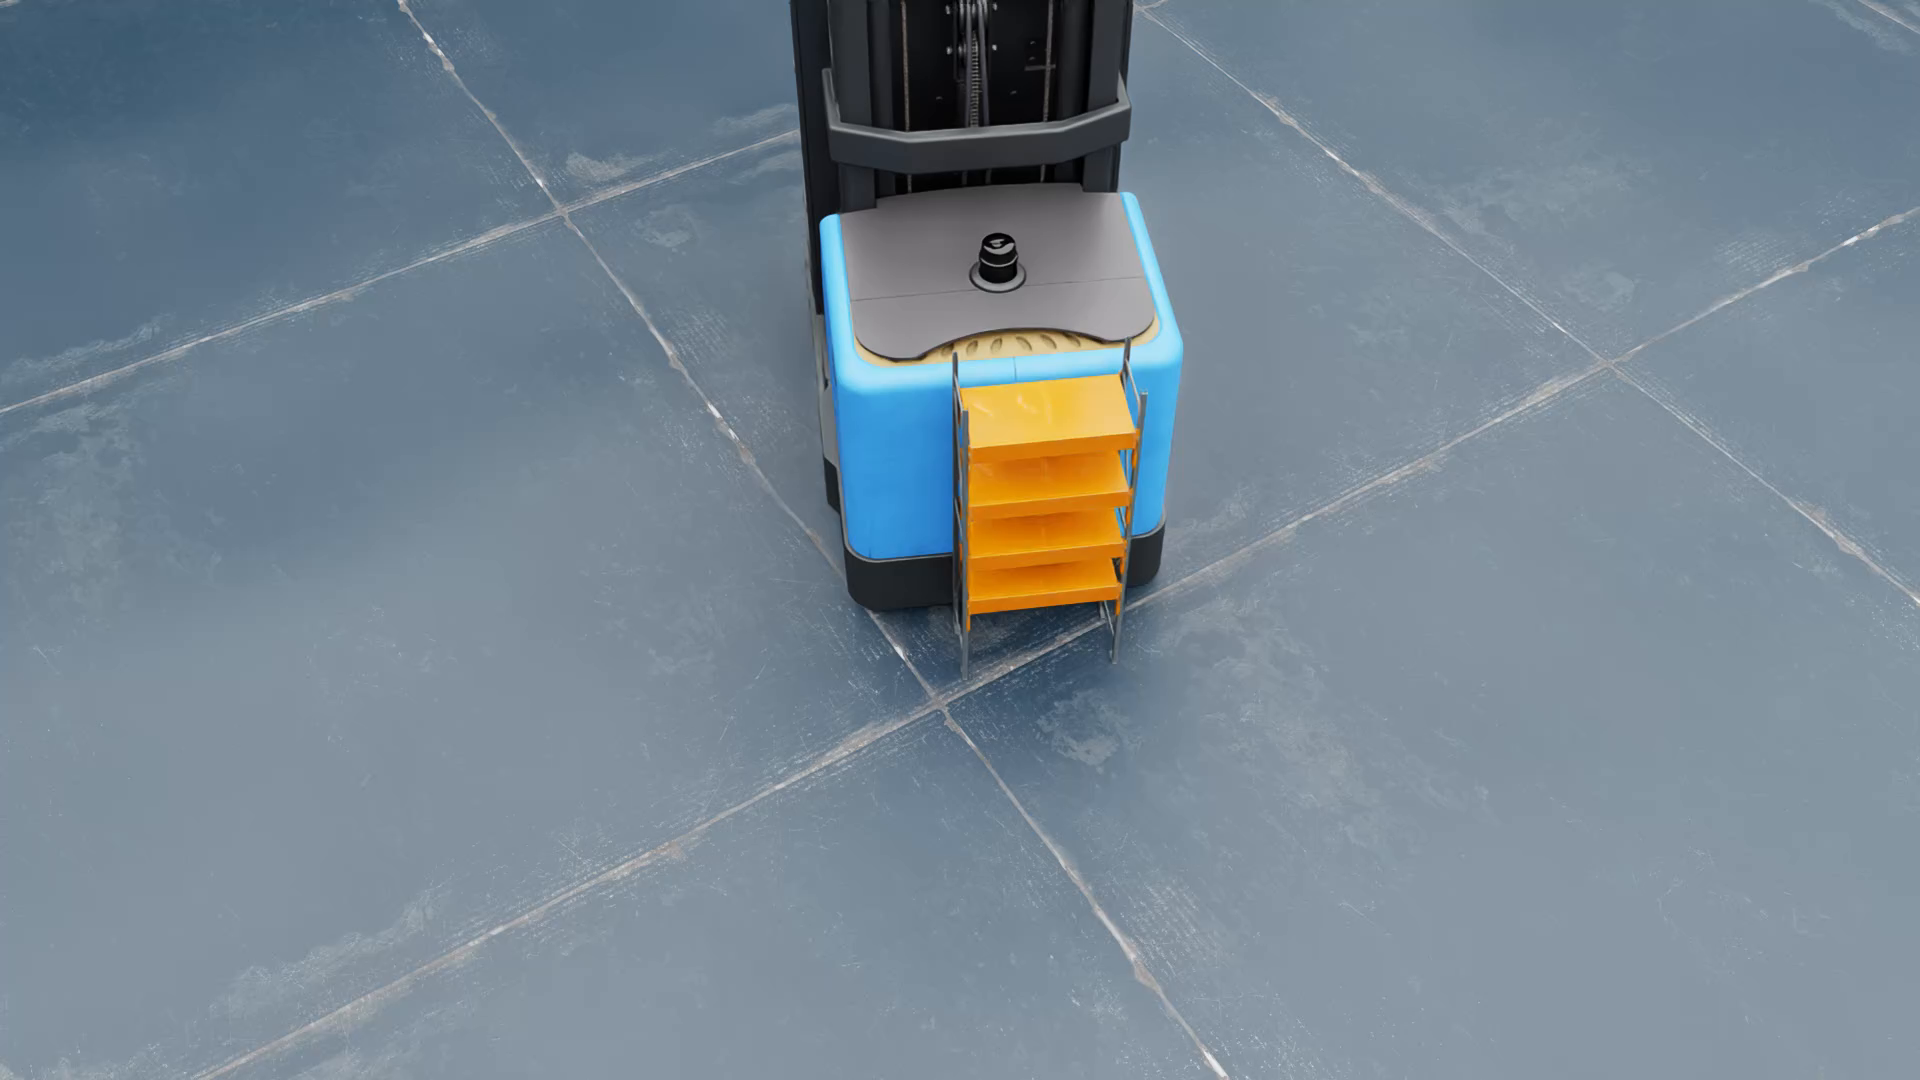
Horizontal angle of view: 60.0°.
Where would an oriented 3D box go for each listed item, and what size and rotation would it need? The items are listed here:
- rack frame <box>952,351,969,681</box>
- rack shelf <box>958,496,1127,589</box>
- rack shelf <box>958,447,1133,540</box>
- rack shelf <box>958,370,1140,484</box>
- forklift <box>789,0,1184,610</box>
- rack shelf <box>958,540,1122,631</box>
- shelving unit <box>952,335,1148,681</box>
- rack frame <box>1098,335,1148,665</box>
[{"bbox_3d":[0.001,-0.036,4.978,0.015,1.200,0.240,-6,49,-5],"label":"rack frame"},{"bbox_3d":[0.243,-0.015,5.050,0.480,0.148,0.258,-6,49,-5],"label":"rack shelf"},{"bbox_3d":[0.243,-0.164,4.883,0.480,0.148,0.258,-6,49,-5],"label":"rack shelf"},{"bbox_3d":[0.243,-0.321,4.706,0.480,0.148,0.258,-6,49,-5],"label":"rack shelf"},{"bbox_3d":[-0.025,-1.859,5.443,1.130,2.935,3.031,-5,49,-5],"label":"forklift"},{"bbox_3d":[0.243,0.117,5.198,0.480,0.148,0.258,-6,49,-5],"label":"rack shelf"},{"bbox_3d":[0.243,-0.060,5.000,0.503,1.200,0.258,-6,49,-5],"label":"shelving unit"},{"bbox_3d":[0.485,-0.084,5.021,0.015,1.200,0.240,-6,49,-5],"label":"rack frame"}]
